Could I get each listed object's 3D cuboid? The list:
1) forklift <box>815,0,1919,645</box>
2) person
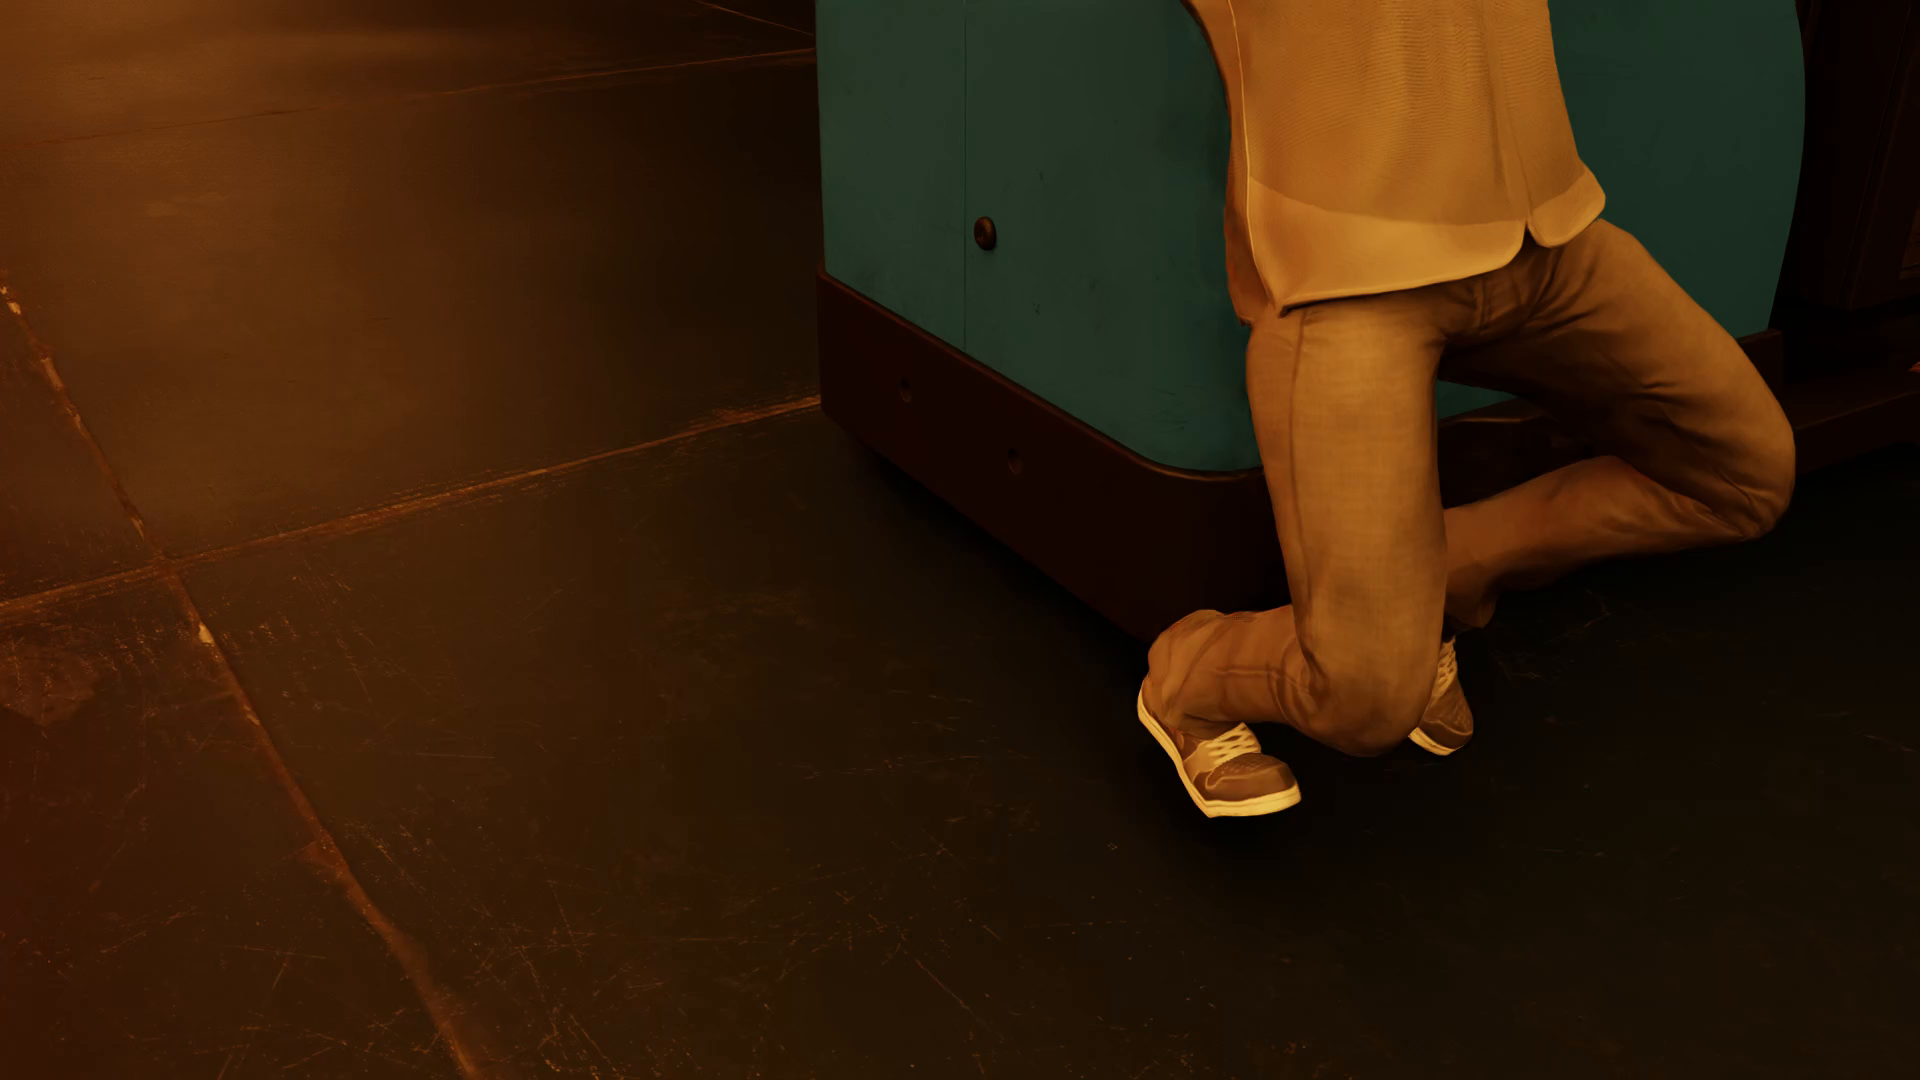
[{"bbox_3d":[1.297,-1.636,2.492,3.031,2.935,1.130,-15,30,-27],"label":"forklift"},{"bbox_3d":[0.446,-0.386,1.604,0.821,1.479,0.666,-18,32,-32],"label":"person"}]
